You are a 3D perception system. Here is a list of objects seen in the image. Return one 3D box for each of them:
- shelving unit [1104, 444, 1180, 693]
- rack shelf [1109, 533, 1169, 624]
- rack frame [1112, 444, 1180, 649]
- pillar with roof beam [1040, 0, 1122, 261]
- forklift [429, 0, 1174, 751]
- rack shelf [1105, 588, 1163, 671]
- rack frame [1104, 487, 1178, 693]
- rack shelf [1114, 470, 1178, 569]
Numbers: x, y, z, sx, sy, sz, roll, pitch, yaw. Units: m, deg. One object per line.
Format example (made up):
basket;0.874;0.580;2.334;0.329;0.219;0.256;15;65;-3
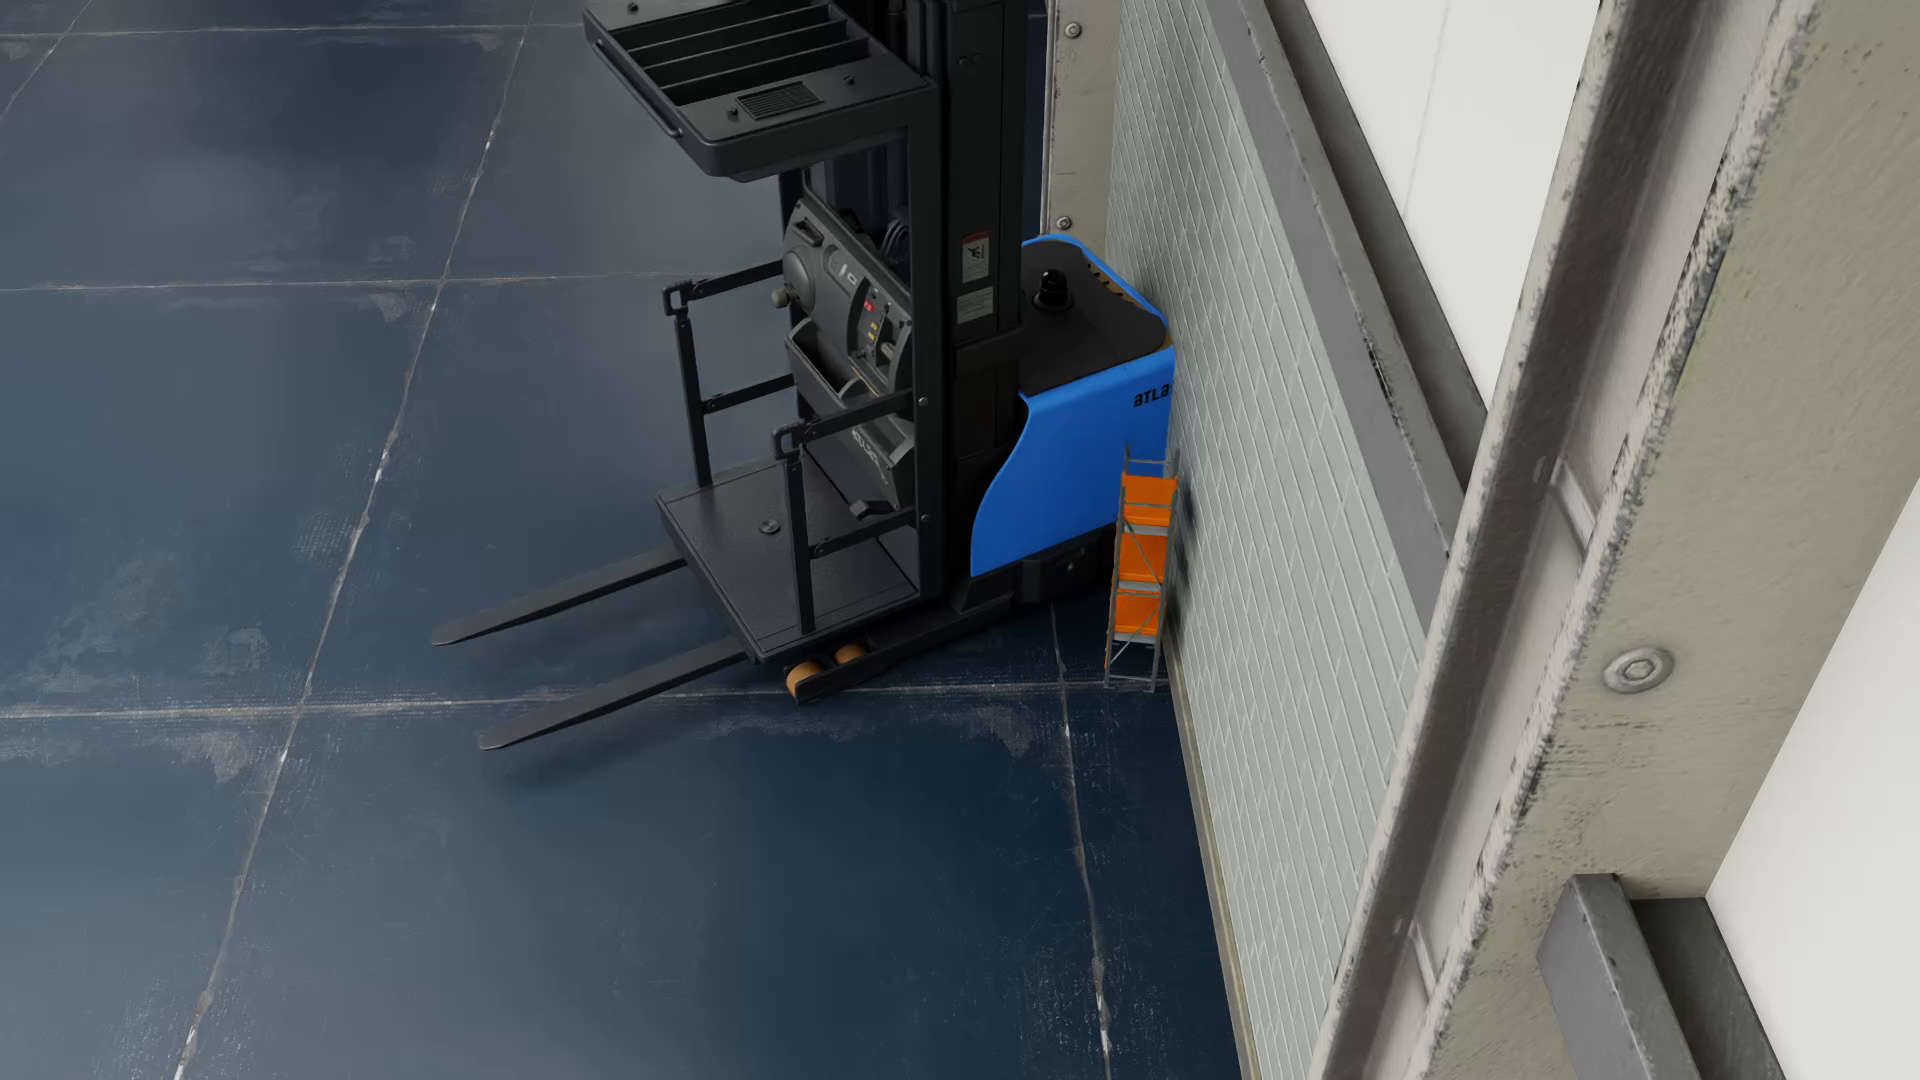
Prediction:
shelving unit;0.688;0.127;6.334;0.215;1.050;0.252;5;43;6
rack shelf;0.688;0.135;6.341;0.215;0.259;0.240;5;43;6
rack frame;0.704;0.046;6.423;0.200;1.050;0.008;5;43;6
pillar with roof beam;-3.709;-4.657;5.671;9.100;9.000;0.400;-2;43;-2
forklift;-0.598;-0.849;6.007;3.031;2.935;1.130;-21;47;-21
rack shelf;0.688;0.340;6.529;0.215;0.259;0.240;5;43;6
rack frame;0.671;0.209;6.245;0.200;1.050;0.008;5;43;6
rack shelf;0.688;-0.074;6.150;0.215;0.259;0.240;5;43;6
